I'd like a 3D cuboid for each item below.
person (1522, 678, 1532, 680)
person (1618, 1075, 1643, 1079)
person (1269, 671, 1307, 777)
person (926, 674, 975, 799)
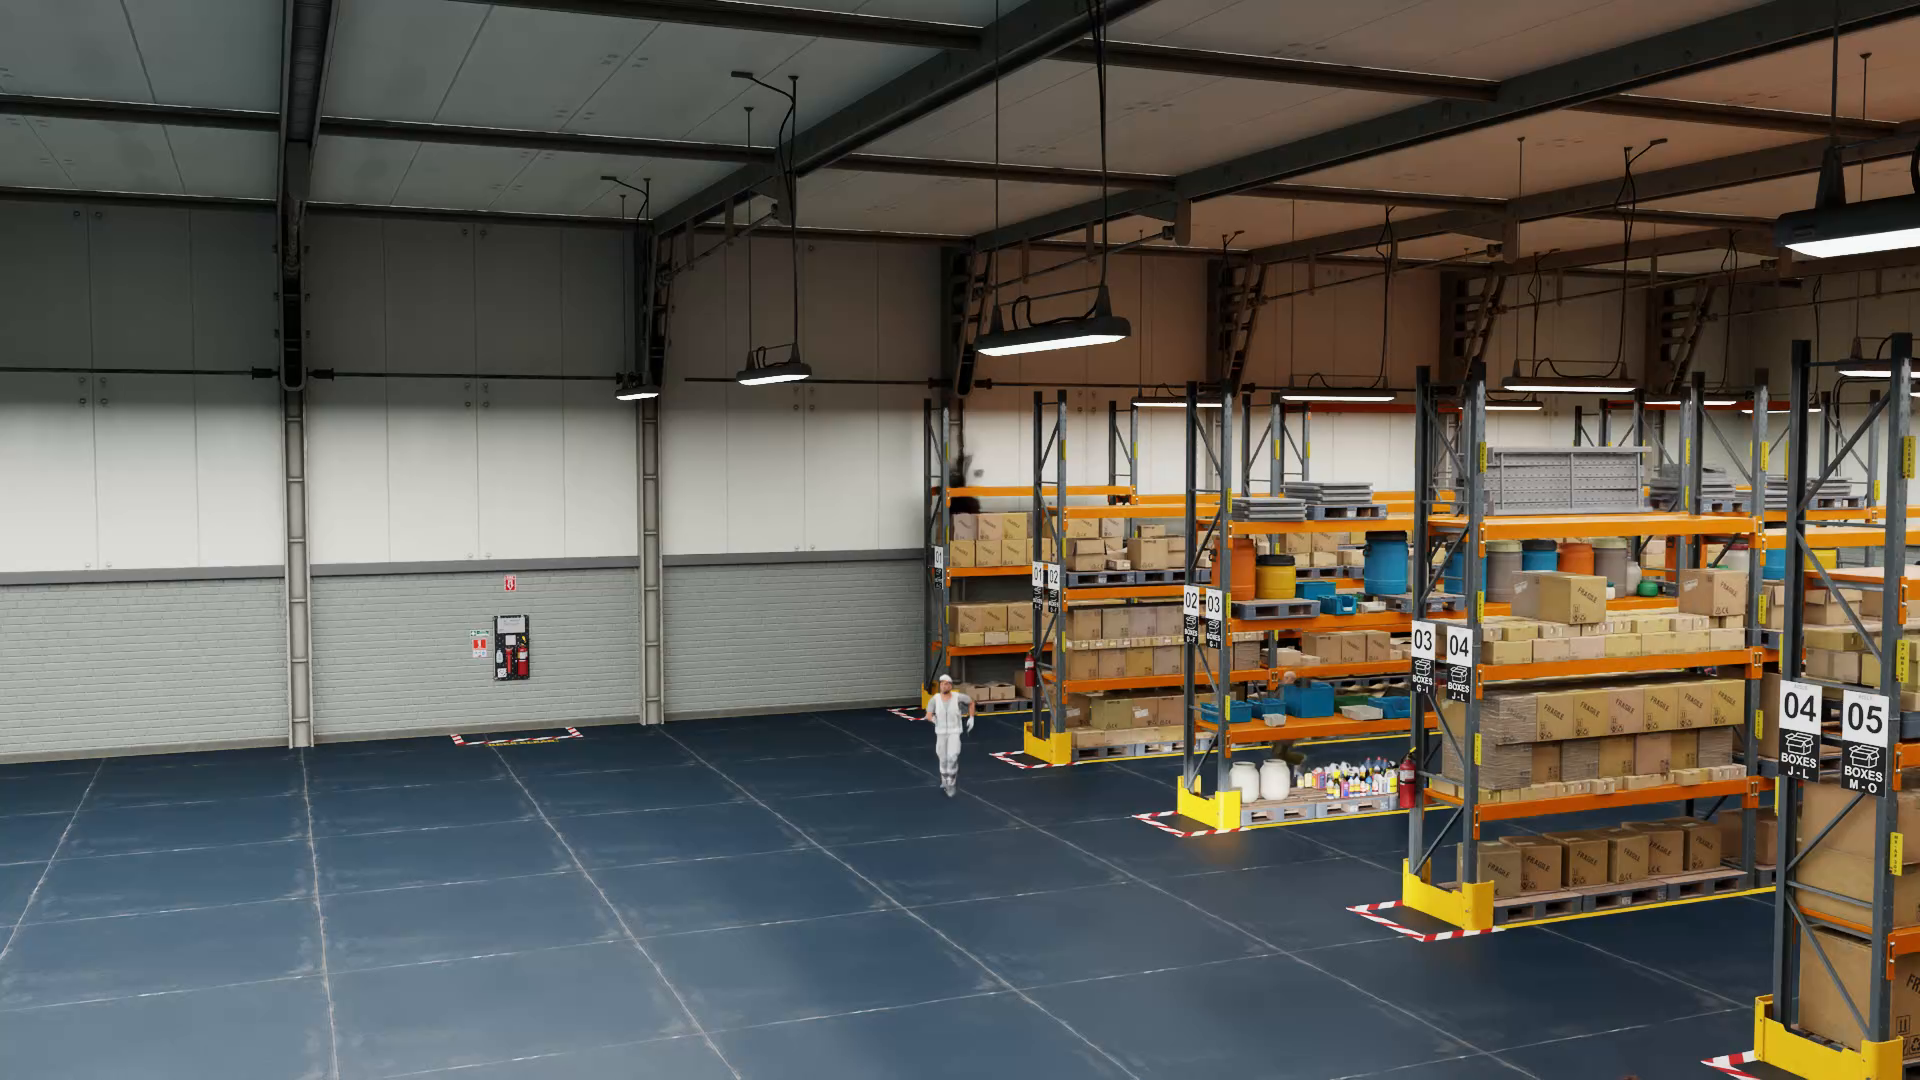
[{"bbox_3d":[9.304,2.757,27.107,0.757,1.636,0.514,-2,4,-35],"label":"person"},{"bbox_3d":[3.688,3.770,9.177,0.570,1.646,0.960,2,4,24],"label":"person"},{"bbox_3d":[4.901,2.796,24.848,0.869,1.683,0.728,-2,4,-32],"label":"person"},{"bbox_3d":[-0.153,2.842,24.217,0.677,1.787,0.890,1,3,11],"label":"person"}]
